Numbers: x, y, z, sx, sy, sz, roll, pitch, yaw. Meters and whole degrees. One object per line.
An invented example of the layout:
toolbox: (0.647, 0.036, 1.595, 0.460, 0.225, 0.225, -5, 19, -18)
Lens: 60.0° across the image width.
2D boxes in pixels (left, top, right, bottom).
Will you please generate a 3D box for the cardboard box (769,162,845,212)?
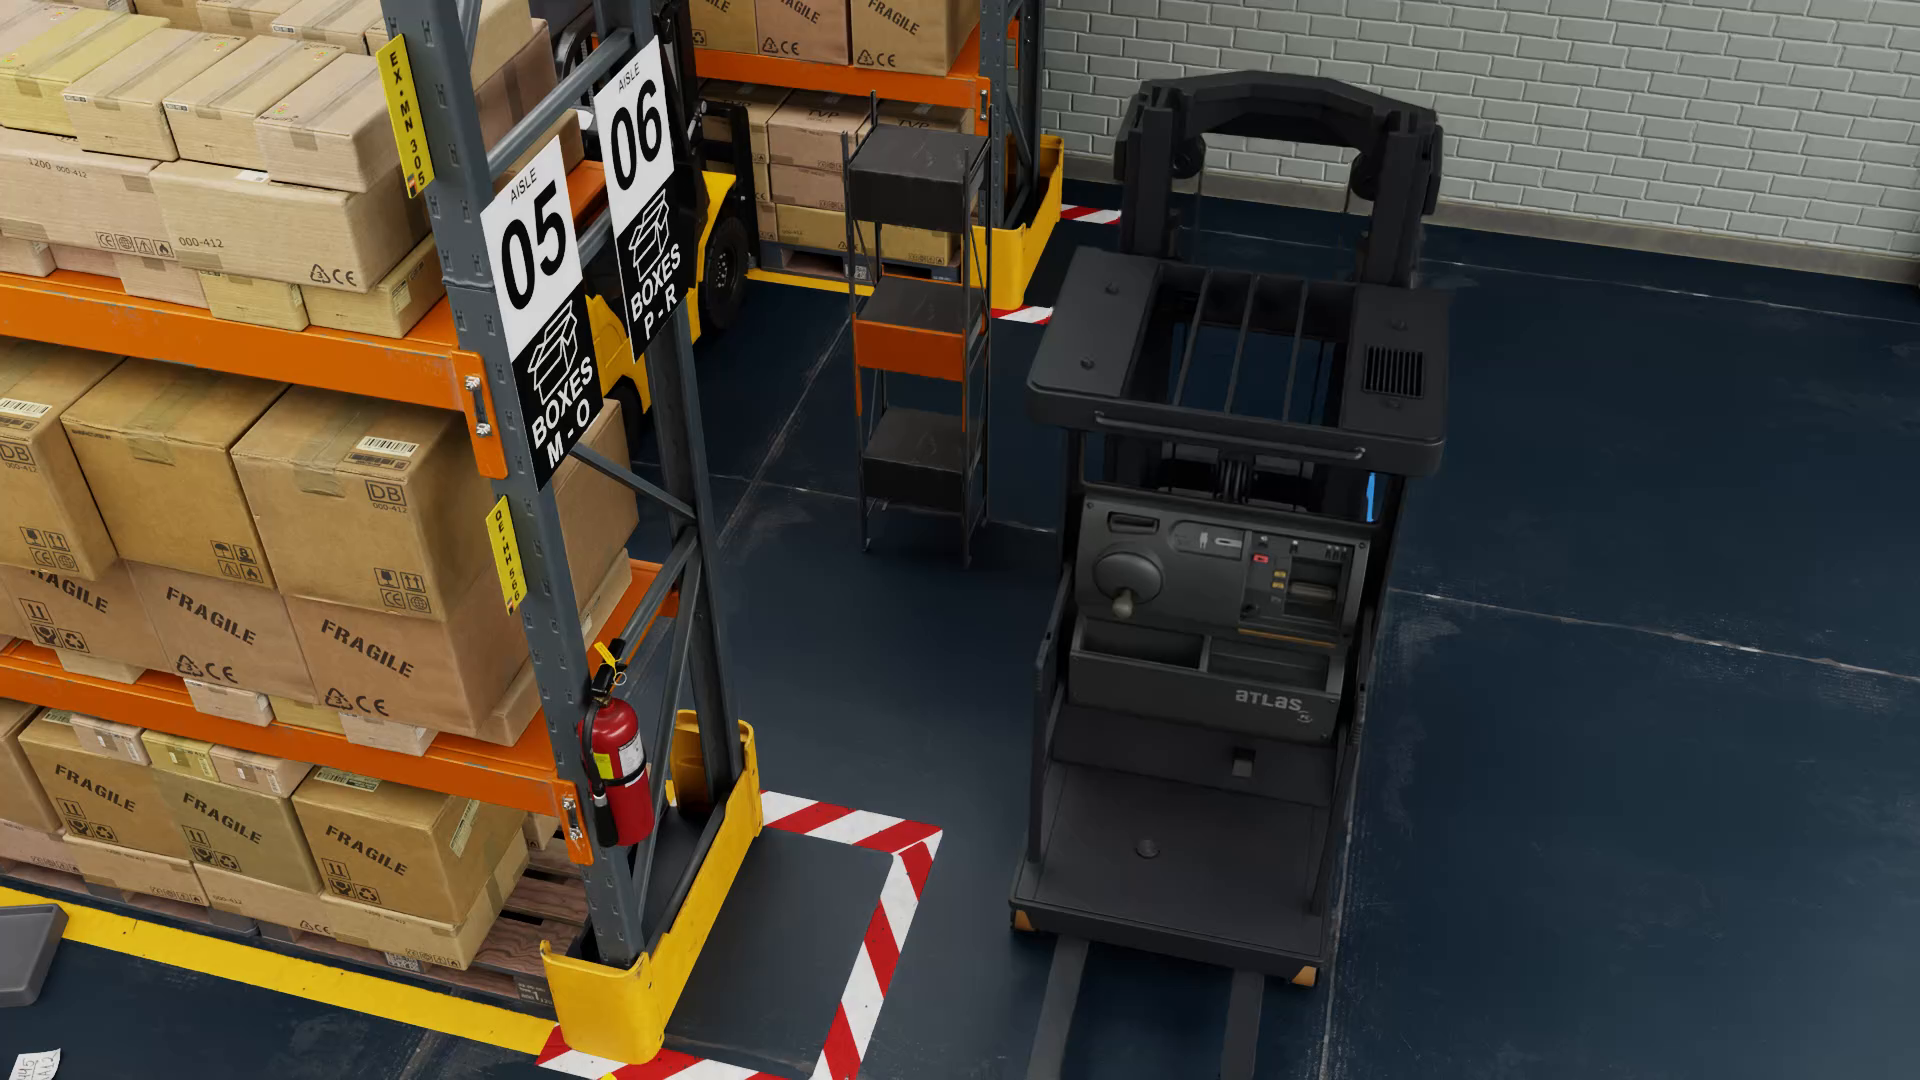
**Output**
cardboard box: (-0.746, -2.095, 9.359, 0.500, 0.250, 0.500, 9, 41, 11)

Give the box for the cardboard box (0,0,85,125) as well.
cardboard box: (-2.353, -1.182, 4.093, 0.250, 0.149, 0.380, 10, 41, 11)

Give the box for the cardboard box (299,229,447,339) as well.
cardboard box: (-1.410, -0.672, 4.106, 0.250, 0.149, 0.380, 10, 41, 12)

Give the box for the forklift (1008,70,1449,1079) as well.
forklift: (0.803, 0.181, 5.280, 1.130, 2.935, 3.031, 9, 41, 10)

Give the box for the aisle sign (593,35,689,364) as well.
aisle sign: (-0.853, -0.912, 4.507, 0.004, 0.787, 0.394, 10, 41, 11)

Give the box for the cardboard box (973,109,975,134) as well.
cardboard box: (-0.129, -2.507, 9.461, 0.500, 0.250, 0.500, 9, 41, 11)

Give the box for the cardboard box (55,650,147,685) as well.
cardboard box: (-2.663, 0.263, 5.324, 0.250, 0.149, 0.380, 9, 41, 11)

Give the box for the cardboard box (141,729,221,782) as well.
cardboard box: (-2.448, 0.588, 5.466, 0.250, 0.149, 0.380, 10, 41, 12)

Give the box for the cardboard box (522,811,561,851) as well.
cardboard box: (-1.701, 0.852, 6.240, 0.500, 0.250, 0.500, 9, 41, 11)

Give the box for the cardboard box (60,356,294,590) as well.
cardboard box: (-2.030, -0.308, 4.722, 0.500, 0.500, 0.700, 10, 41, 12)

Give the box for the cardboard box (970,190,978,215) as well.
cardboard box: (-0.137, -2.130, 9.790, 0.500, 0.250, 0.500, 10, 41, 12)

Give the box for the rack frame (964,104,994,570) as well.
rack frame: (0.076, -0.791, 7.084, 0.015, 2.100, 0.400, 10, 41, 11)

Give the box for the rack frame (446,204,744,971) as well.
rack frame: (-0.993, 0.266, 5.126, 0.127, 3.000, 1.000, 10, 41, 11)

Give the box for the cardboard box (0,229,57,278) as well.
cardboard box: (-2.387, -0.854, 4.322, 0.250, 0.149, 0.380, 9, 41, 11)

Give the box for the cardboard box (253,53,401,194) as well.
cardboard box: (-1.396, -0.965, 3.834, 0.250, 0.149, 0.380, 10, 41, 12)

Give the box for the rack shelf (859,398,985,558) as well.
rack shelf: (-0.160, -0.285, 7.591, 0.480, 0.518, 0.431, 10, 41, 11)

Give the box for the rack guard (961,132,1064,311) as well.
rack guard: (0.310, -1.858, 9.598, 0.348, 0.500, 1.175, 10, 41, 11)

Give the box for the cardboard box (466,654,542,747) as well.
cardboard box: (-1.410, 0.432, 5.123, 0.250, 0.149, 0.380, 11, 41, 13)

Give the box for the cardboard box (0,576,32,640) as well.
cardboard box: (-3.038, -0.073, 5.220, 0.500, 0.500, 0.500, 10, 41, 12)

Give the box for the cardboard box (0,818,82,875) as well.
cardboard box: (-3.325, 0.927, 6.150, 0.500, 0.250, 0.500, 9, 41, 11)

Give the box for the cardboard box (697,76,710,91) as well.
cardboard box: (-1.711, -2.440, 9.382, 0.500, 0.250, 0.500, 9, 41, 11)

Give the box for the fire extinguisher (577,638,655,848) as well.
fire extinguisher: (-1.002, 0.600, 4.787, 0.183, 0.674, 0.296, 10, 41, 11)

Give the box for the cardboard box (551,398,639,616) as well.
cardboard box: (-1.379, -0.138, 5.297, 0.500, 0.500, 0.500, 9, 41, 11)

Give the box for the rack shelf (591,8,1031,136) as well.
rack shelf: (-1.646, -2.876, 9.426, 4.000, 0.370, 1.077, 10, 41, 11)

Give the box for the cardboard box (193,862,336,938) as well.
cardboard box: (-2.342, 1.099, 5.945, 0.500, 0.250, 0.500, 10, 41, 12)

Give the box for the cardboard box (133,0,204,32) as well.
cardboard box: (-1.980, -1.478, 4.445, 0.250, 0.149, 0.380, 10, 41, 11)

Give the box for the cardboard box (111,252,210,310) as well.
cardboard box: (-1.907, -0.759, 4.209, 0.250, 0.149, 0.380, 11, 41, 13)

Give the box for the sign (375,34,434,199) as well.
sign: (-1.156, -0.881, 3.470, 0.005, 0.325, 0.100, 10, 41, 11)

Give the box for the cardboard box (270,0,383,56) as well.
cardboard box: (-1.531, -1.310, 4.245, 0.250, 0.149, 0.380, 10, 41, 11)

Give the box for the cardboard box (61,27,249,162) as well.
cardboard box: (-1.887, -1.063, 3.951, 0.250, 0.149, 0.380, 9, 41, 11)

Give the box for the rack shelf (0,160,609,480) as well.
rack shelf: (-2.925, -0.940, 4.789, 4.000, 0.370, 1.077, 10, 41, 11)

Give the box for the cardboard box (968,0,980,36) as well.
cardboard box: (-0.120, -3.112, 9.070, 0.500, 0.500, 0.500, 11, 41, 13)

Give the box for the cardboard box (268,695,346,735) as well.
cardboard box: (-1.925, 0.403, 5.157, 0.250, 0.149, 0.380, 9, 41, 11)

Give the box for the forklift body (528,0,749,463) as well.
forklift body: (-2.017, -1.676, 8.097, 1.214, 2.155, 2.313, 10, 41, 11)

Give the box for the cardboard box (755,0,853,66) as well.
cardboard box: (-0.756, -2.868, 8.779, 0.500, 0.500, 0.500, 11, 41, 13)

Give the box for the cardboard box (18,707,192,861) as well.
cardboard box: (-2.825, 0.726, 5.806, 0.500, 0.500, 0.500, 9, 41, 10)

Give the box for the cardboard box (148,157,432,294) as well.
cardboard box: (-1.557, -0.857, 4.016, 0.500, 0.250, 0.500, 9, 41, 11)

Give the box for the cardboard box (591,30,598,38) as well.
cardboard box: (-1.739, -3.030, 8.972, 0.500, 0.500, 0.500, 10, 41, 12)

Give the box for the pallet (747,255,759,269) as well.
pallet: (-1.638, -2.056, 10.059, 1.213, 0.211, 1.003, 10, 41, 11)

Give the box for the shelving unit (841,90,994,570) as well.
shelving unit: (-0.160, -0.832, 7.132, 0.503, 2.100, 0.431, 10, 41, 11)

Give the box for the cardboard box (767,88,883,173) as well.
cardboard box: (-0.734, -2.274, 9.183, 0.500, 0.250, 0.500, 10, 41, 12)

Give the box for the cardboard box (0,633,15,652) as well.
cardboard box: (-3.152, 0.191, 5.410, 0.250, 0.149, 0.380, 10, 41, 11)

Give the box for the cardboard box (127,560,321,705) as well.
cardboard box: (-2.071, 0.108, 5.004, 0.500, 0.500, 0.500, 10, 41, 12)

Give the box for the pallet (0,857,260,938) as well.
pallet: (-3.017, 0.960, 6.468, 1.213, 0.211, 1.003, 10, 41, 11)

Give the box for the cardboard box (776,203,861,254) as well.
cardboard box: (-0.727, -1.897, 9.513, 0.500, 0.250, 0.500, 10, 41, 11)

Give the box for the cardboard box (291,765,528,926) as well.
cardboard box: (-1.834, 0.899, 5.600, 0.500, 0.500, 0.500, 10, 41, 12)
